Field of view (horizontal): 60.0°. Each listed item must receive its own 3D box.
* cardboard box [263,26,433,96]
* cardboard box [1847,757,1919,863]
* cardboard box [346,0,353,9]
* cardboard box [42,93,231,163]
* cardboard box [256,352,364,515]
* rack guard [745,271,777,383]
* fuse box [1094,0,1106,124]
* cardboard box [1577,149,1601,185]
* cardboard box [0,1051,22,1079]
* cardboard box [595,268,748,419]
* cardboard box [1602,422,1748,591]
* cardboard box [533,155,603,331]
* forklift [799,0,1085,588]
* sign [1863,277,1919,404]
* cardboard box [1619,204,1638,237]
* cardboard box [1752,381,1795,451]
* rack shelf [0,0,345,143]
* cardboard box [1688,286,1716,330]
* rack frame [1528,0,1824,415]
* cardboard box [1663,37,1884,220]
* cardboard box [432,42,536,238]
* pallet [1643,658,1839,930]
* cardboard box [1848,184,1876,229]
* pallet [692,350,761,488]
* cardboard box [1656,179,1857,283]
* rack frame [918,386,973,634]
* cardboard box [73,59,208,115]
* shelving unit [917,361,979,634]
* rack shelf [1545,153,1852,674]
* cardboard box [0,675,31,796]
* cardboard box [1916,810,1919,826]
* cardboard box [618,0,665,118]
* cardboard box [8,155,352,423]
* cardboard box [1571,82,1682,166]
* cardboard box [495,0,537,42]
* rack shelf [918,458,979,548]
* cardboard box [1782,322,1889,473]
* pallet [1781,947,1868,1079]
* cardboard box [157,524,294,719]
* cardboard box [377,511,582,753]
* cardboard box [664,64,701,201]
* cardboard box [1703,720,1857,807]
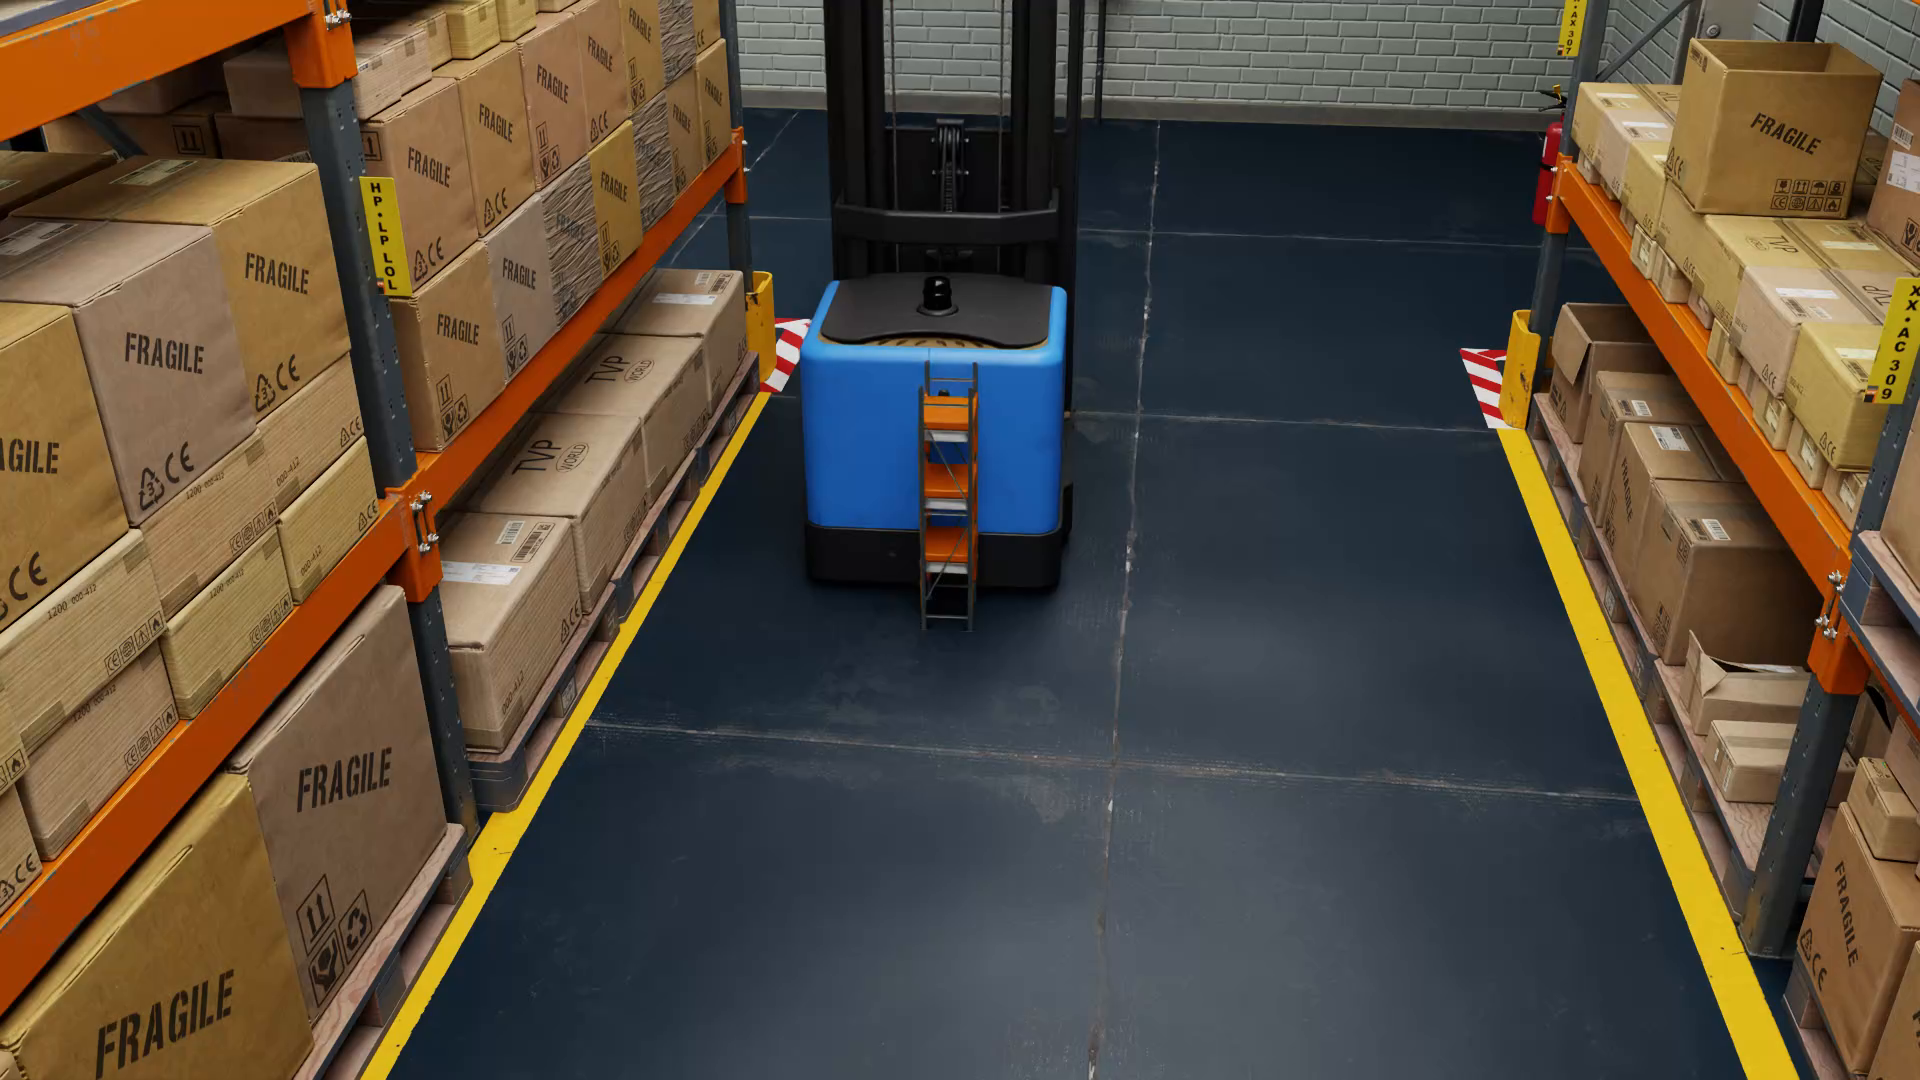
[{"bbox_3d":[-1.769,-1.388,4.820,0.380,0.149,0.250,4,29,7],"label":"cardboard box"},{"bbox_3d":[2.539,0.707,4.284,0.380,0.149,0.250,5,29,9],"label":"cardboard box"},{"bbox_3d":[-2.165,-1.651,5.309,0.380,0.149,0.250,3,28,6],"label":"cardboard box"},{"bbox_3d":[-2.296,-1.085,4.943,0.500,0.500,0.500,3,28,6],"label":"cardboard box"},{"bbox_3d":[-1.893,-0.296,4.267,0.500,0.250,0.500,3,28,6],"label":"cardboard box"},{"bbox_3d":[-1.587,-1.157,8.870,1.175,0.500,0.348,3,28,6],"label":"rack guard"},{"bbox_3d":[1.145,-4.144,13.137,0.539,1.711,0.414,3,28,6],"label":"fuse box"},{"bbox_3d":[3.024,-1.710,7.526,0.380,0.149,0.250,3,28,6],"label":"cardboard box"},{"bbox_3d":[-2.290,1.530,3.044,0.875,0.875,0.875,4,29,7],"label":"cardboard box"},{"bbox_3d":[-1.572,-0.986,8.177,0.875,0.438,0.875,2,28,4],"label":"cardboard box"},{"bbox_3d":[2.860,-0.118,6.499,0.500,0.500,0.500,4,29,7],"label":"cardboard box"},{"bbox_3d":[-1.630,-1.083,5.993,0.500,0.500,0.500,4,29,7],"label":"cardboard box"},{"bbox_3d":[-0.004,-1.765,7.436,1.130,2.935,3.031,2,28,4],"label":"forklift"},{"bbox_3d":[2.307,-0.485,4.076,0.100,0.325,0.005,3,28,6],"label":"sign"},{"bbox_3d":[2.949,-1.346,6.851,0.380,0.149,0.250,4,29,8],"label":"cardboard box"},{"bbox_3d":[2.653,-0.378,5.054,0.380,0.149,0.250,4,29,8],"label":"cardboard box"},{"bbox_3d":[-2.325,-0.426,2.473,1.077,0.370,4.000,3,28,6],"label":"rack shelf"},{"bbox_3d":[2.842,-0.856,5.941,0.380,0.149,0.250,3,28,6],"label":"cardboard box"},{"bbox_3d":[3.337,-1.959,7.724,1.000,3.000,0.127,3,28,6],"label":"rack frame"},{"bbox_3d":[2.830,-1.450,5.833,0.500,0.500,0.500,4,29,7],"label":"cardboard box"},{"bbox_3d":[-1.713,-1.295,5.331,0.500,0.500,0.500,3,28,6],"label":"cardboard box"},{"bbox_3d":[2.932,0.828,5.491,1.003,0.211,1.213,3,28,6],"label":"pallet"},{"bbox_3d":[3.350,-1.071,5.919,0.500,0.250,0.500,3,28,6],"label":"cardboard box"},{"bbox_3d":[-1.610,-0.637,8.211,1.003,0.211,1.213,3,28,6],"label":"pallet"},{"bbox_3d":[2.852,-1.108,5.989,0.500,0.250,0.500,3,28,5],"label":"cardboard box"},{"bbox_3d":[-0.052,-0.097,6.322,0.200,1.050,0.008,2,28,4],"label":"rack frame"},{"bbox_3d":[-2.358,-1.296,4.650,0.380,0.149,0.250,3,28,5],"label":"cardboard box"},{"bbox_3d":[-0.043,-0.154,6.430,0.215,1.050,0.252,2,28,4],"label":"shelving unit"},{"bbox_3d":[3.092,-0.701,6.147,1.077,0.370,4.000,3,28,6],"label":"rack shelf"},{"bbox_3d":[-2.050,0.426,2.927,0.500,0.250,0.500,4,29,7],"label":"cardboard box"},{"bbox_3d":[2.554,0.701,3.981,0.380,0.149,0.250,2,28,4],"label":"cardboard box"},{"bbox_3d":[-1.512,-2.009,6.657,0.500,0.500,0.500,3,28,6],"label":"cardboard box"},{"bbox_3d":[-1.886,-0.622,4.083,0.500,0.500,0.500,4,29,8],"label":"cardboard box"},{"bbox_3d":[3.014,-1.826,7.322,0.500,0.250,0.500,4,29,6],"label":"cardboard box"},{"bbox_3d":[-1.626,-1.748,5.488,0.380,0.149,0.250,3,28,5],"label":"cardboard box"},{"bbox_3d":[-0.043,-0.145,6.435,0.215,0.259,0.240,2,28,4],"label":"rack shelf"},{"bbox_3d":[2.667,-0.395,4.665,0.500,0.250,0.500,4,29,7],"label":"cardboard box"},{"bbox_3d":[2.784,1.536,4.176,1.003,0.211,1.213,3,28,6],"label":"pallet"},{"bbox_3d":[-1.949,0.168,3.933,0.500,0.250,0.500,3,28,5],"label":"cardboard box"},{"bbox_3d":[-1.897,0.291,5.806,0.875,0.438,0.875,3,28,5],"label":"cardboard box"},{"bbox_3d":[-1.463,-1.812,7.346,0.500,0.500,0.500,3,28,5],"label":"cardboard box"},{"bbox_3d":[2.623,0.714,5.324,0.380,0.149,0.250,3,28,5],"label":"cardboard box"}]
